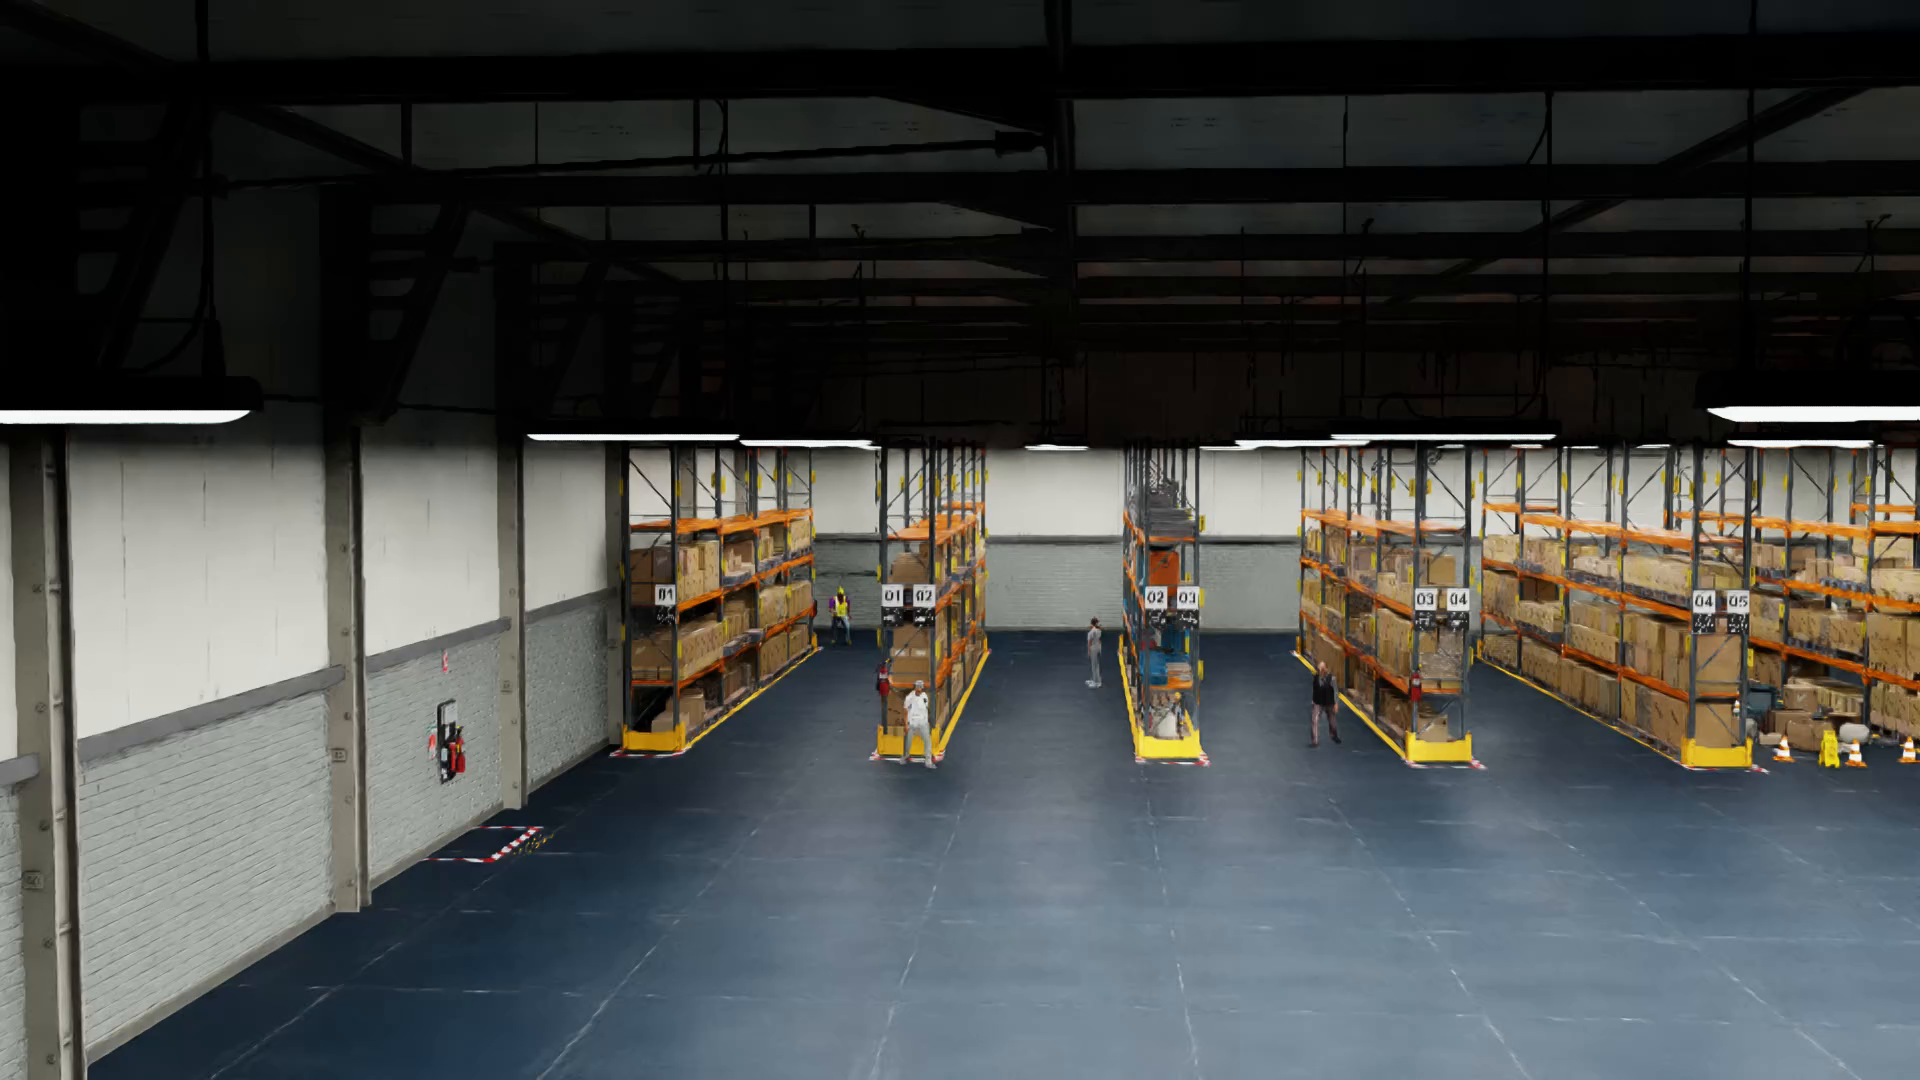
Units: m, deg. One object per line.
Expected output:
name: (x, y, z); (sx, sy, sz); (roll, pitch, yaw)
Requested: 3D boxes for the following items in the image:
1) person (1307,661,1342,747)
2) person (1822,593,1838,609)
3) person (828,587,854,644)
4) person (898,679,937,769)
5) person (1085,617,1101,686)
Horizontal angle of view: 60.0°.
person: (7.076, 3.168, 32.247); (0.574, 1.669, 0.955); (1, 3, 25)
person: (24.446, 2.361, 46.779); (0.587, 1.733, 0.598); (-2, 4, -30)
person: (-3.553, 2.236, 49.177); (0.712, 1.696, 0.831); (-1, 3, -14)
person: (-0.786, 3.311, 30.075); (0.523, 1.611, 0.930); (-1, 3, -18)
person: (3.262, 2.705, 40.587); (0.540, 1.671, 0.521); (2, 4, 34)
